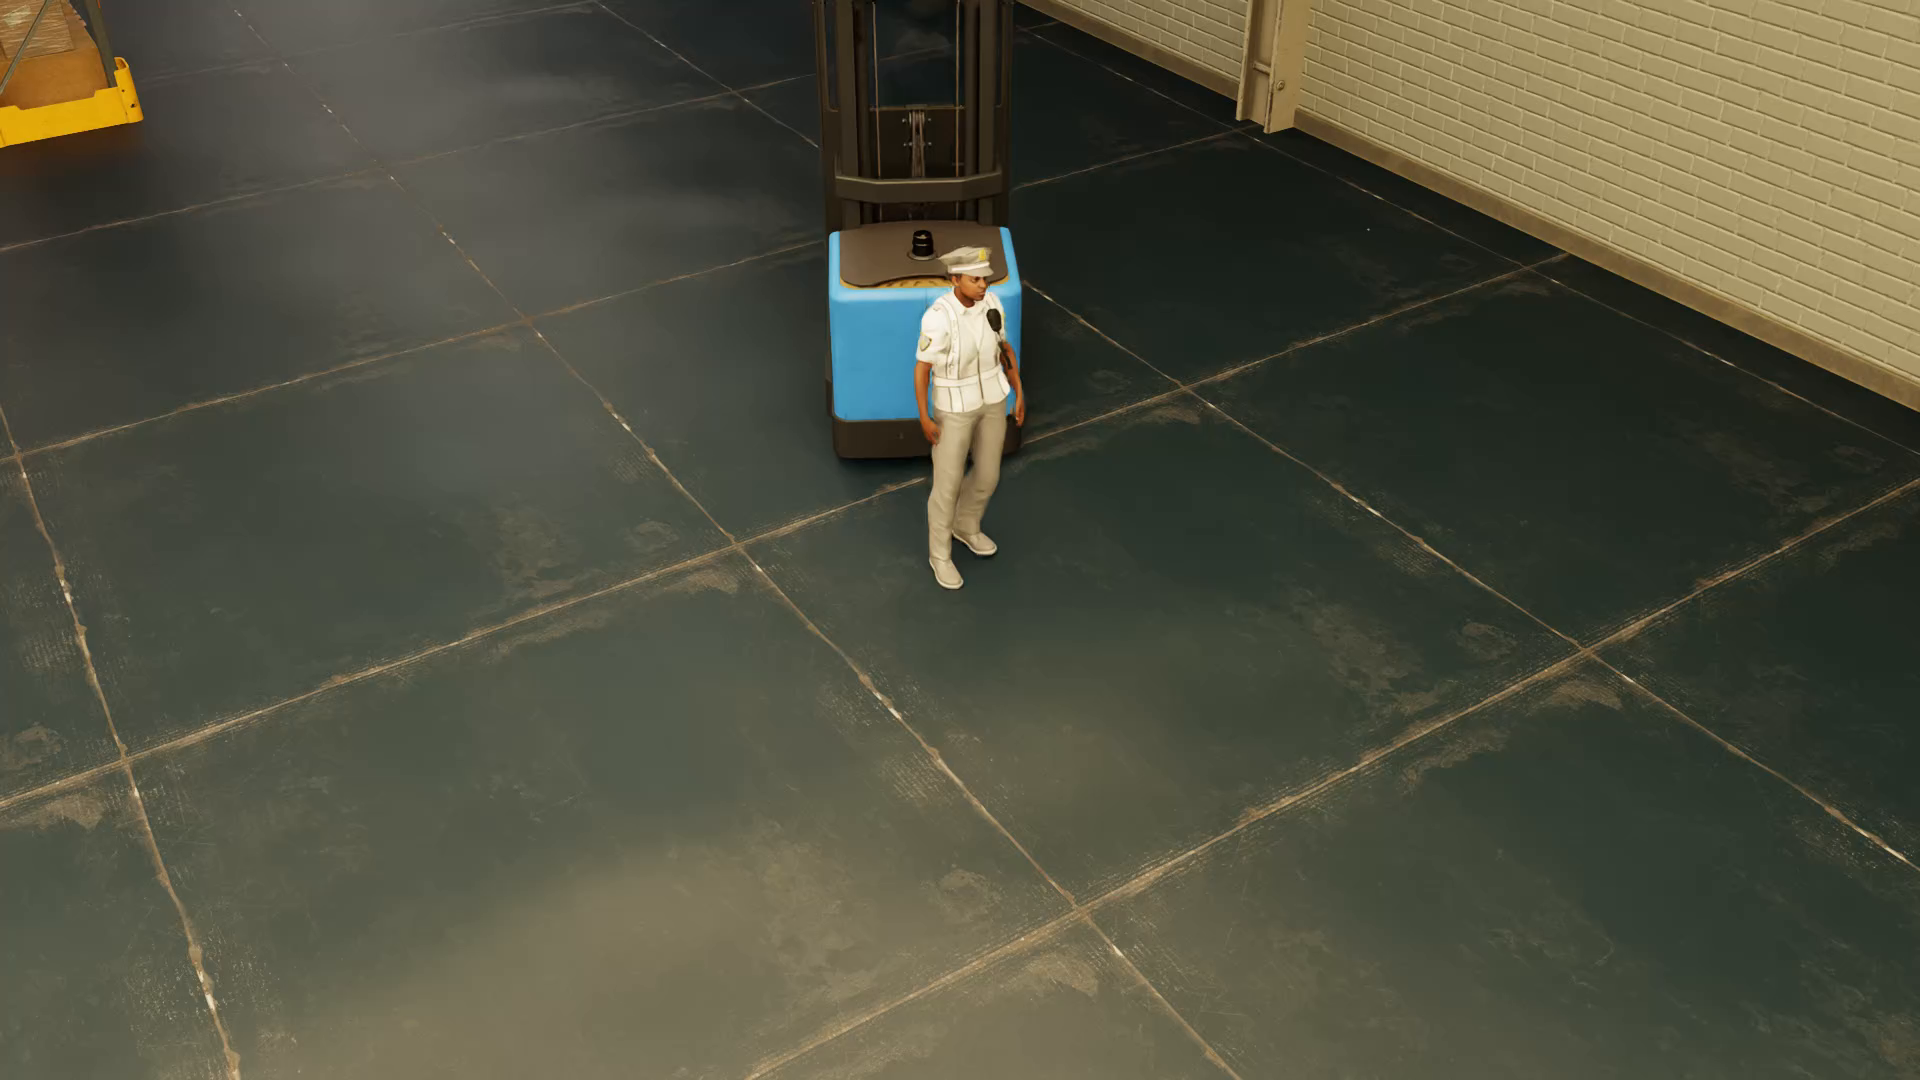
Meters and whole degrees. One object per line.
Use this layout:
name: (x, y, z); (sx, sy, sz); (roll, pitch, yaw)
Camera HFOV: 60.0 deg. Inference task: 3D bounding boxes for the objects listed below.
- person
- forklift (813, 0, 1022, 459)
person: (0.065, -0.628, 8.144); (0.593, 1.685, 0.528); (-18, 39, -24)
forklift: (-0.270, -2.474, 9.669); (1.130, 2.935, 3.031); (-2, 35, -3)
